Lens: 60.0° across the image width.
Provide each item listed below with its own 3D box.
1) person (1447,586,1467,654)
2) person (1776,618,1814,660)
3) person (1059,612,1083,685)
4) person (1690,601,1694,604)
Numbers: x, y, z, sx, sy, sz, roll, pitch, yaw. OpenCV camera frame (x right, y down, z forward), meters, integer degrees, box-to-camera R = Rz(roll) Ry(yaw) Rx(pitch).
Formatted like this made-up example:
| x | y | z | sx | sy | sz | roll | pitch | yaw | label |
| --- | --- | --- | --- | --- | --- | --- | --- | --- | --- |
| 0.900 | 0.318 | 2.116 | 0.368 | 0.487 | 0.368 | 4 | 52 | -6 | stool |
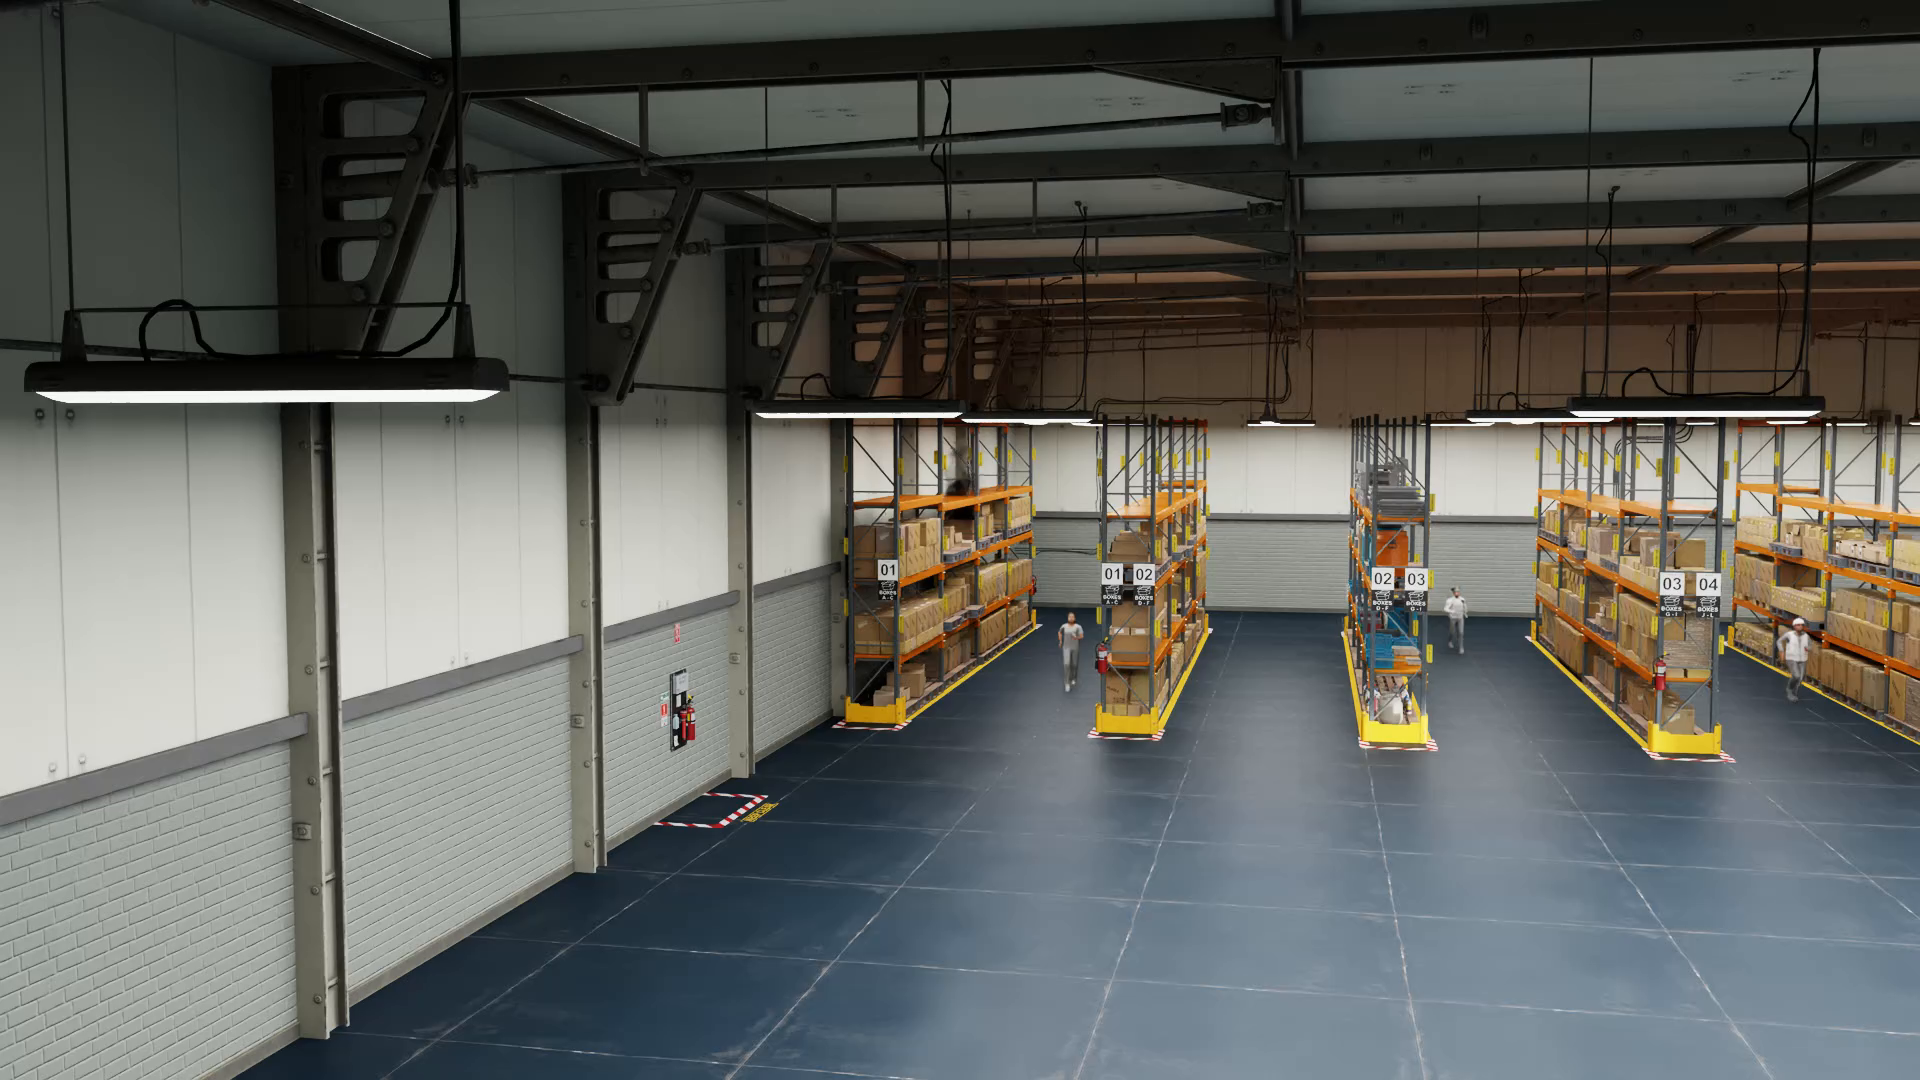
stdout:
| x | y | z | sx | sy | sz | roll | pitch | yaw | label |
| --- | --- | --- | --- | --- | --- | --- | --- | --- | --- |
| 12.747 | 2.027 | 42.557 | 0.453 | 1.696 | 0.937 | 0 | 4 | -1 | person |
| 17.539 | 2.089 | 34.808 | 0.644 | 0.889 | 0.634 | 0 | 4 | 2 | person |
| 2.440 | 2.363 | 36.567 | 0.546 | 1.571 | 0.771 | 0 | 4 | 3 | person |
| 19.278 | 1.986 | 44.396 | 0.594 | 1.608 | 0.729 | 2 | 4 | 29 | person |
